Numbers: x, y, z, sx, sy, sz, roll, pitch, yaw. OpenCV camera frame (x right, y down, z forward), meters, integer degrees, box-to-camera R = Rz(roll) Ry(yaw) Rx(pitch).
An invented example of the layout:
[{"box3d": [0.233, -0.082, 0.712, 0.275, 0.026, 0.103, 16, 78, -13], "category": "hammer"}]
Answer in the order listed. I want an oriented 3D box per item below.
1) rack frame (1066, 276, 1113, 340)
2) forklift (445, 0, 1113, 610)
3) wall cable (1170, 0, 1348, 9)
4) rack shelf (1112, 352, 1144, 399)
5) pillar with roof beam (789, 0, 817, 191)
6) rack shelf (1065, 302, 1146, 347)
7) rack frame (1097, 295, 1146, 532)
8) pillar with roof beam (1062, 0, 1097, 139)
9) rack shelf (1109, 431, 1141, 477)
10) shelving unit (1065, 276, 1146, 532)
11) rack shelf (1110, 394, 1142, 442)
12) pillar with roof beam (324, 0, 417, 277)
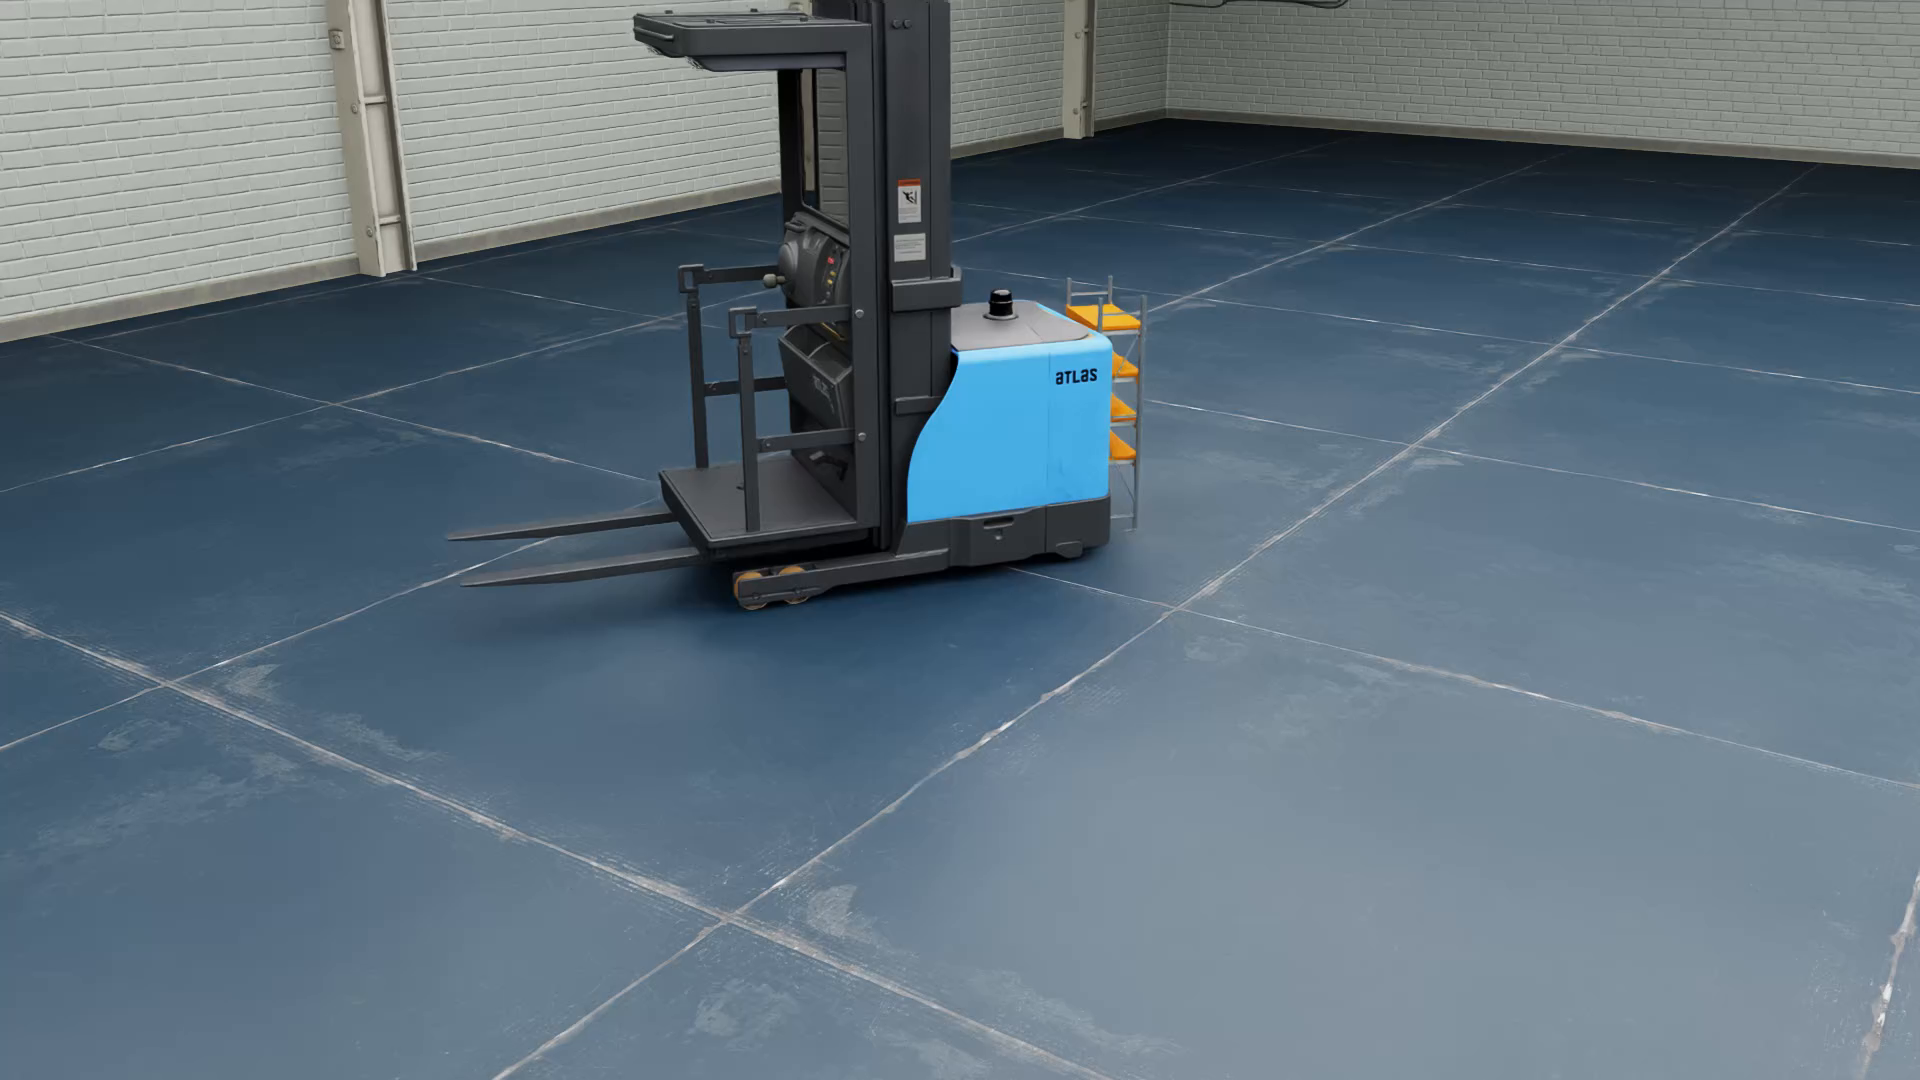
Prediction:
[{"box3d": [0.654, -0.766, 8.605, 0.240, 1.200, 0.015, -5, 21, -14], "category": "rack frame"}, {"box3d": [-0.845, -1.270, 7.473, 3.031, 2.935, 1.130, -8, 22, -20], "category": "forklift"}, {"box3d": [4.448, -9.166, 24.550, 3.097, 2.526, 0.112, 13, 24, 32], "category": "wall cable"}, {"box3d": [0.716, -0.830, 8.329, 0.258, 0.148, 0.480, -5, 21, -14], "category": "rack shelf"}, {"box3d": [1.886, -7.474, 15.499, 9.100, 9.000, 0.400, 13, 24, 32], "category": "pillar with roof beam"}, {"box3d": [0.716, -1.052, 8.247, 0.258, 0.148, 0.480, -5, 21, -14], "category": "rack shelf"}, {"box3d": [0.777, -0.602, 8.162, 0.240, 1.200, 0.015, -5, 21, -14], "category": "rack frame"}, {"box3d": [5.259, -9.195, 20.153, 9.100, 9.000, 0.400, 13, 24, 32], "category": "pillar with roof beam"}, {"box3d": [0.716, -0.434, 8.476, 0.258, 0.148, 0.480, -5, 21, -14], "category": "rack shelf"}, {"box3d": [0.716, -0.684, 8.383, 0.258, 1.200, 0.503, -5, 21, -14], "category": "shelving unit"}, {"box3d": [0.716, -0.620, 8.407, 0.258, 0.148, 0.480, -5, 21, -14], "category": "rack shelf"}, {"box3d": [-1.487, -5.752, 10.845, 9.100, 9.000, 0.400, 13, 24, 32], "category": "pillar with roof beam"}]
